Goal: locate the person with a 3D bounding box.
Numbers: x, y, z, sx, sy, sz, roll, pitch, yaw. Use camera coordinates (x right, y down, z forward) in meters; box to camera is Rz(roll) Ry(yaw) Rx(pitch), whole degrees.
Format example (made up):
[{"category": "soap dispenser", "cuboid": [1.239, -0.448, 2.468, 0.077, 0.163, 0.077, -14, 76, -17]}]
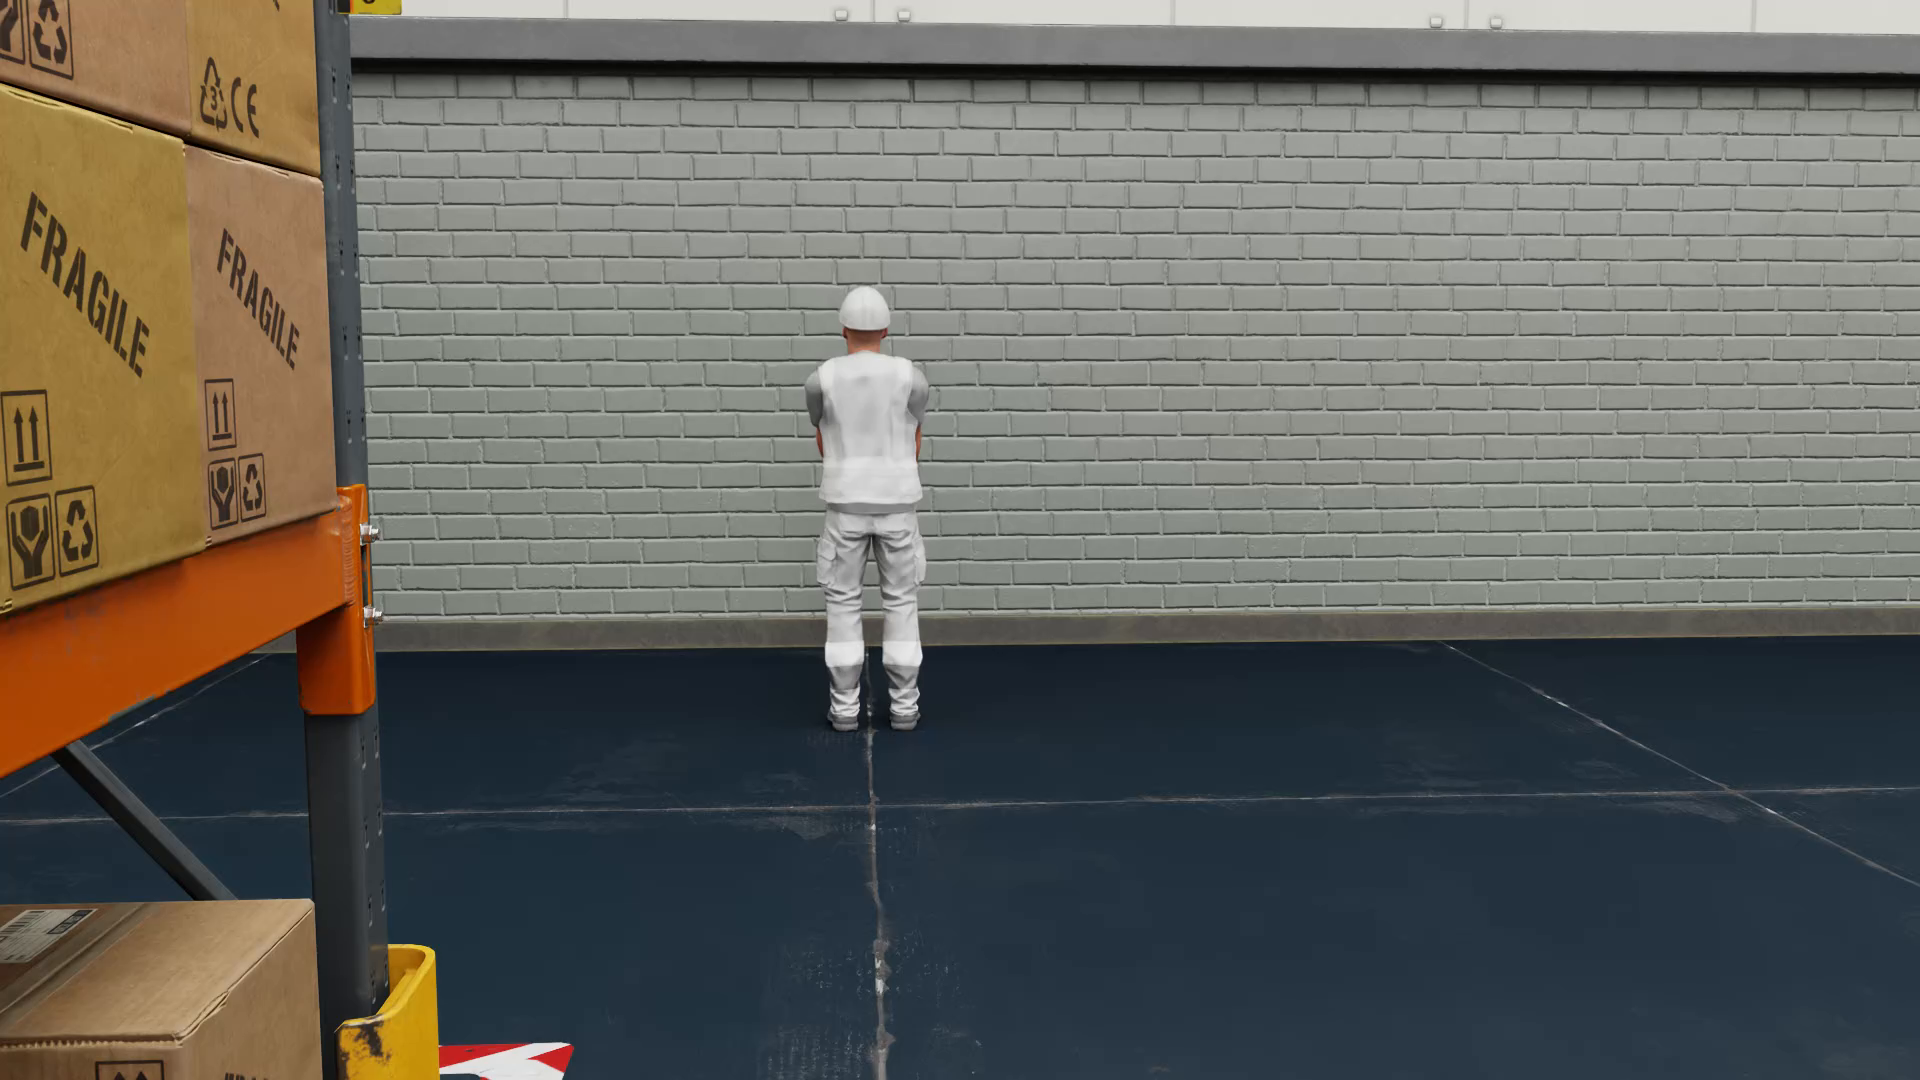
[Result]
[{"category": "person", "cuboid": [-0.376, -0.133, 6.790, 0.493, 1.782, 0.573, 0, 7, -3]}]
